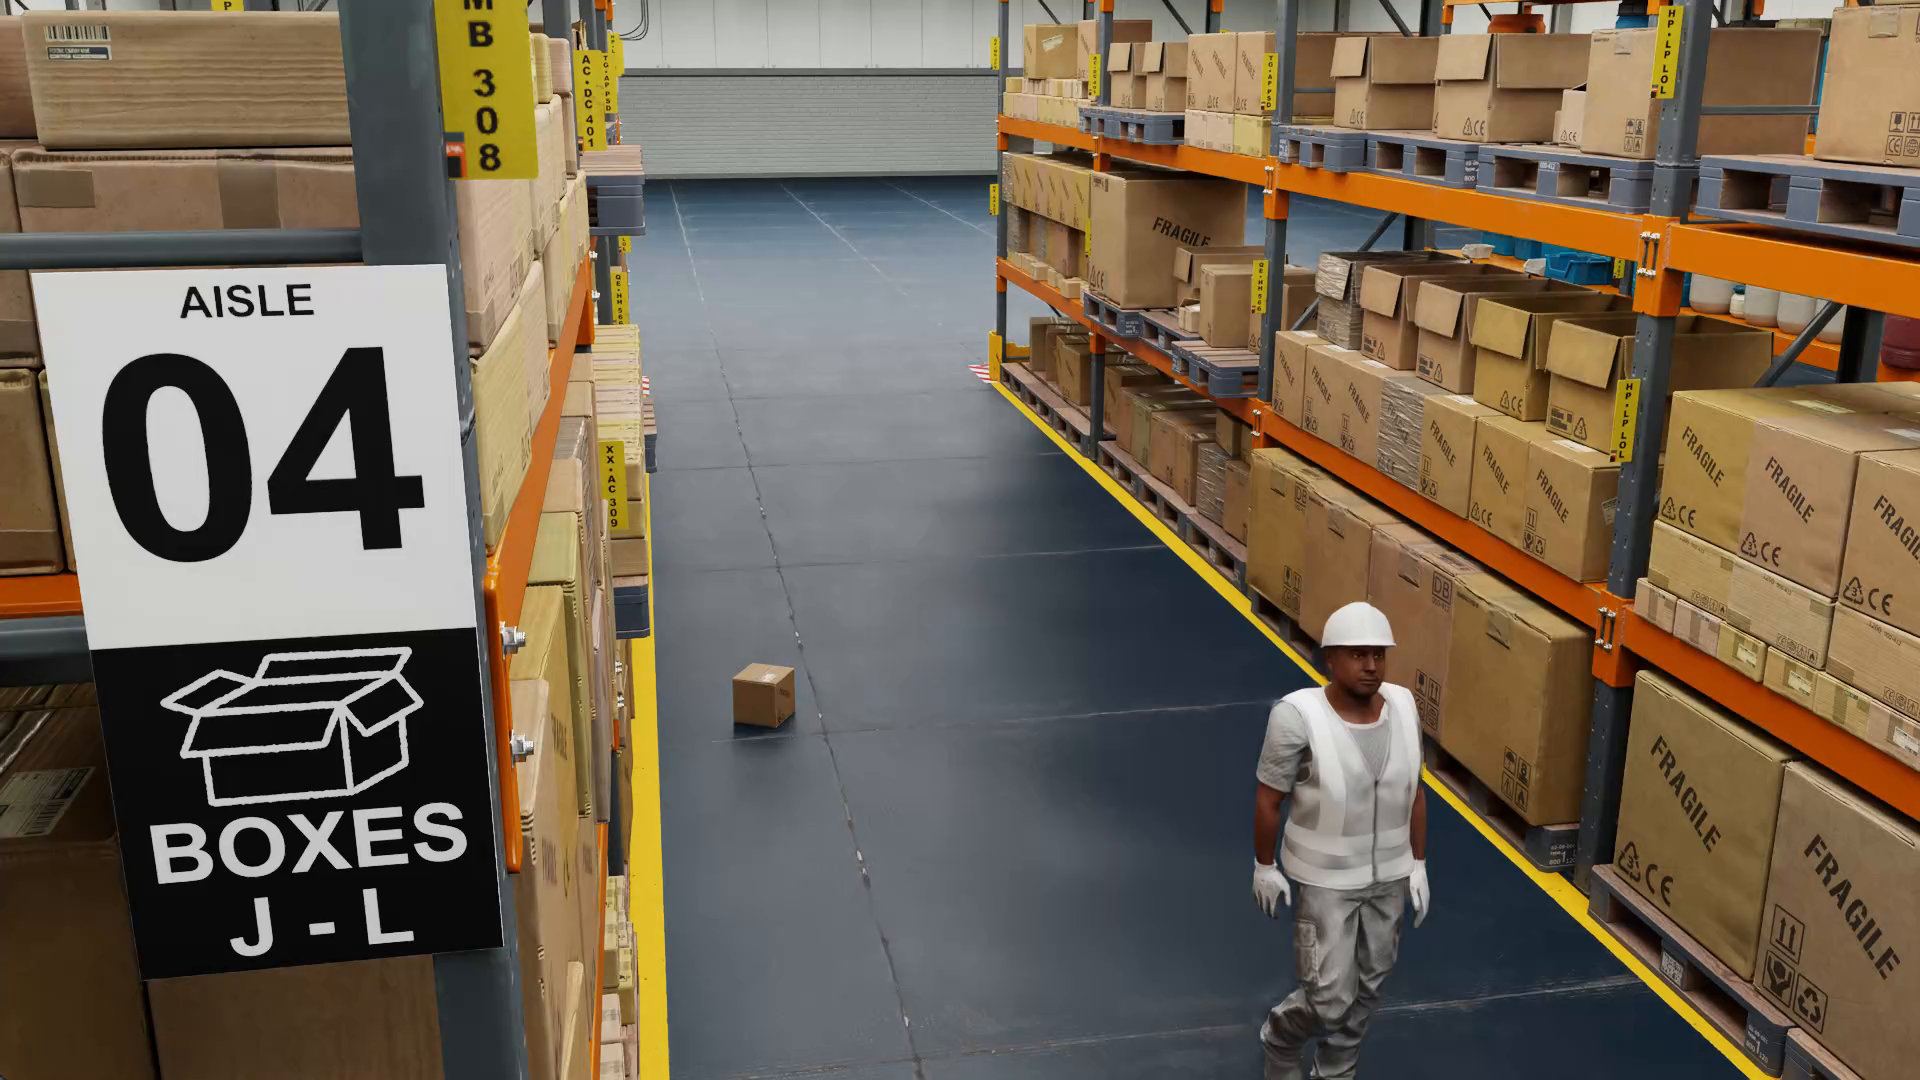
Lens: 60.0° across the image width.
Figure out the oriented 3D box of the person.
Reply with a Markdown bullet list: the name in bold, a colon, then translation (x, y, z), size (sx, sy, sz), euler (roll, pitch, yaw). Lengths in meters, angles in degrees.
- **person**: translation (1.224, 1.061, 5.267), size (0.548, 1.776, 0.476), euler (-6, 17, -20)
